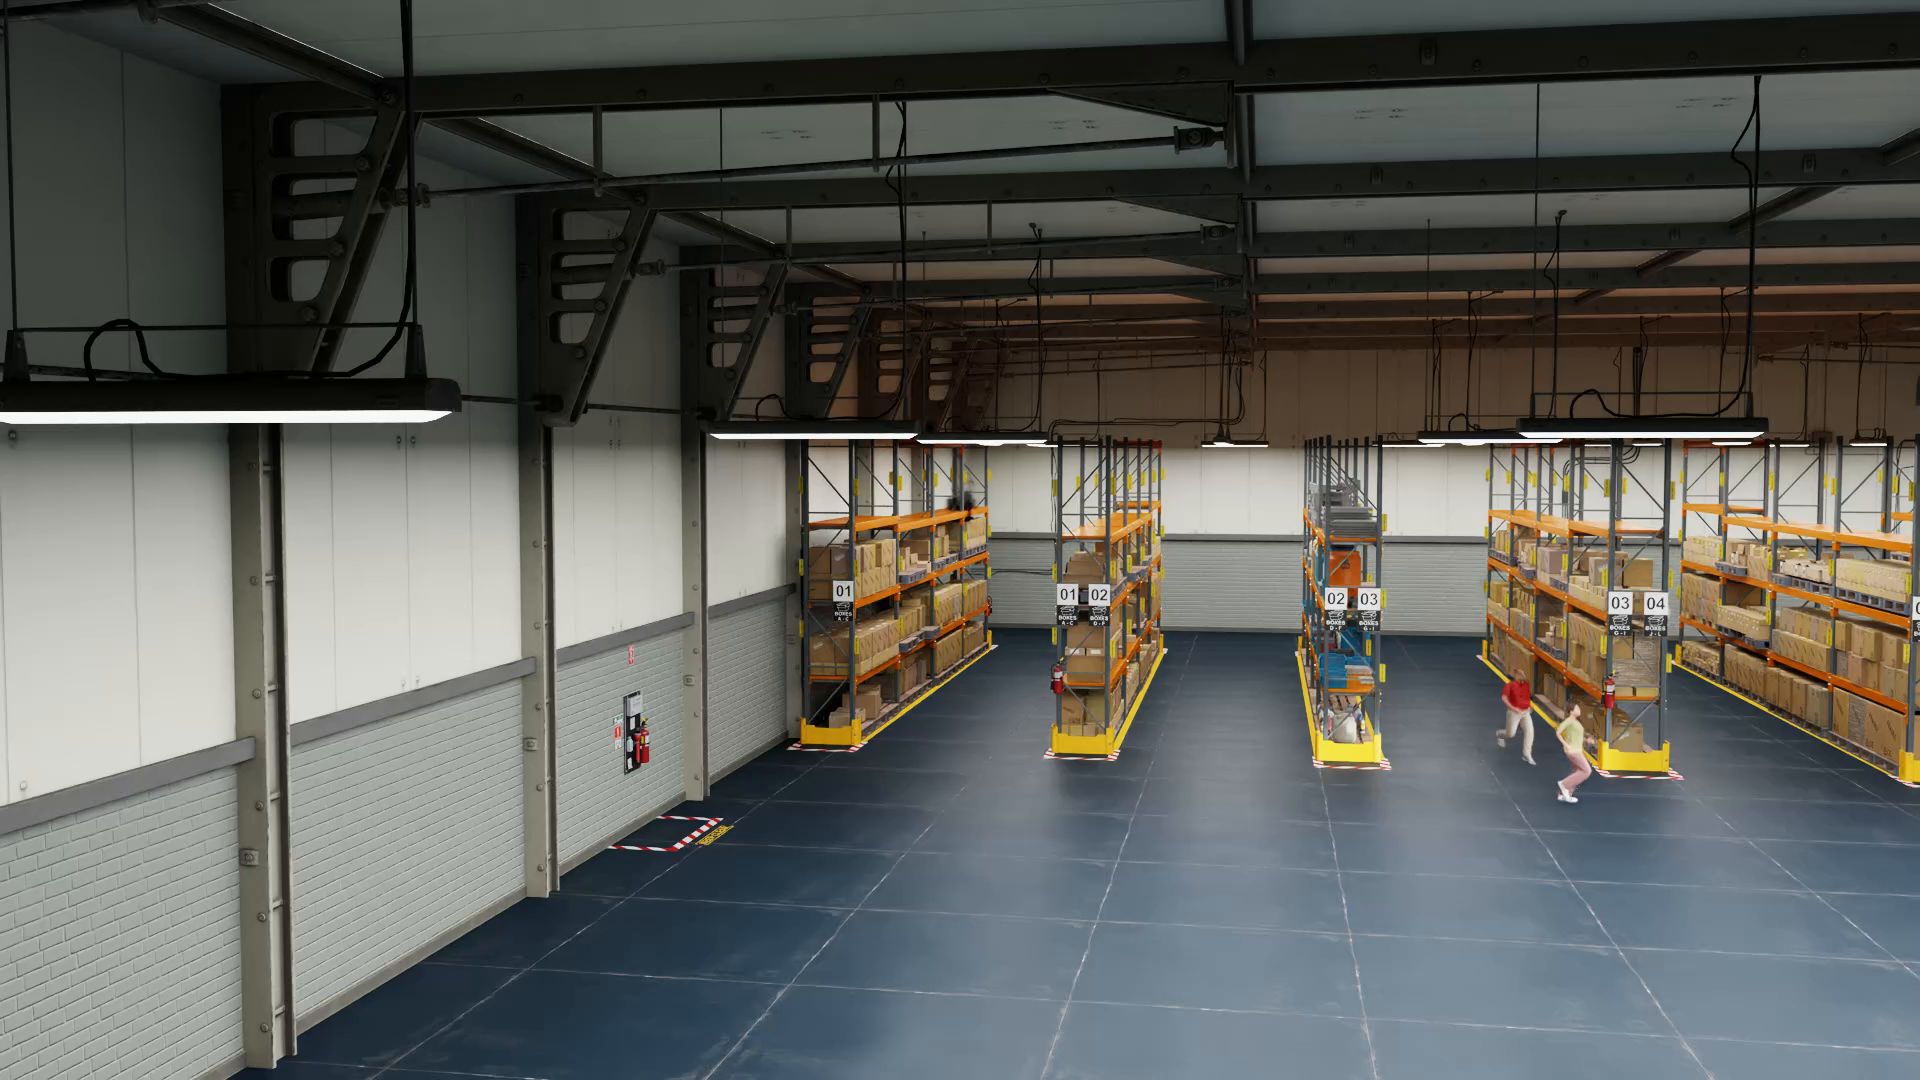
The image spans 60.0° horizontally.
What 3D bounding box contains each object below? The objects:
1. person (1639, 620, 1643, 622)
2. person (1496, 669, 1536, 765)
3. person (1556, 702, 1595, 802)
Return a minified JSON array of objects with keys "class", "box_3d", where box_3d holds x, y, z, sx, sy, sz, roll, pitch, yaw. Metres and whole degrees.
[{"class":"person","box_3d":[18.229,2.404,45.273,0.872,1.787,0.681,-1,3,-25]},{"class":"person","box_3d":[10.303,3.266,30.753,0.639,1.666,1.054,-1,3,-11]},{"class":"person","box_3d":[9.982,3.440,26.941,0.550,1.629,0.566,2,4,32]}]
